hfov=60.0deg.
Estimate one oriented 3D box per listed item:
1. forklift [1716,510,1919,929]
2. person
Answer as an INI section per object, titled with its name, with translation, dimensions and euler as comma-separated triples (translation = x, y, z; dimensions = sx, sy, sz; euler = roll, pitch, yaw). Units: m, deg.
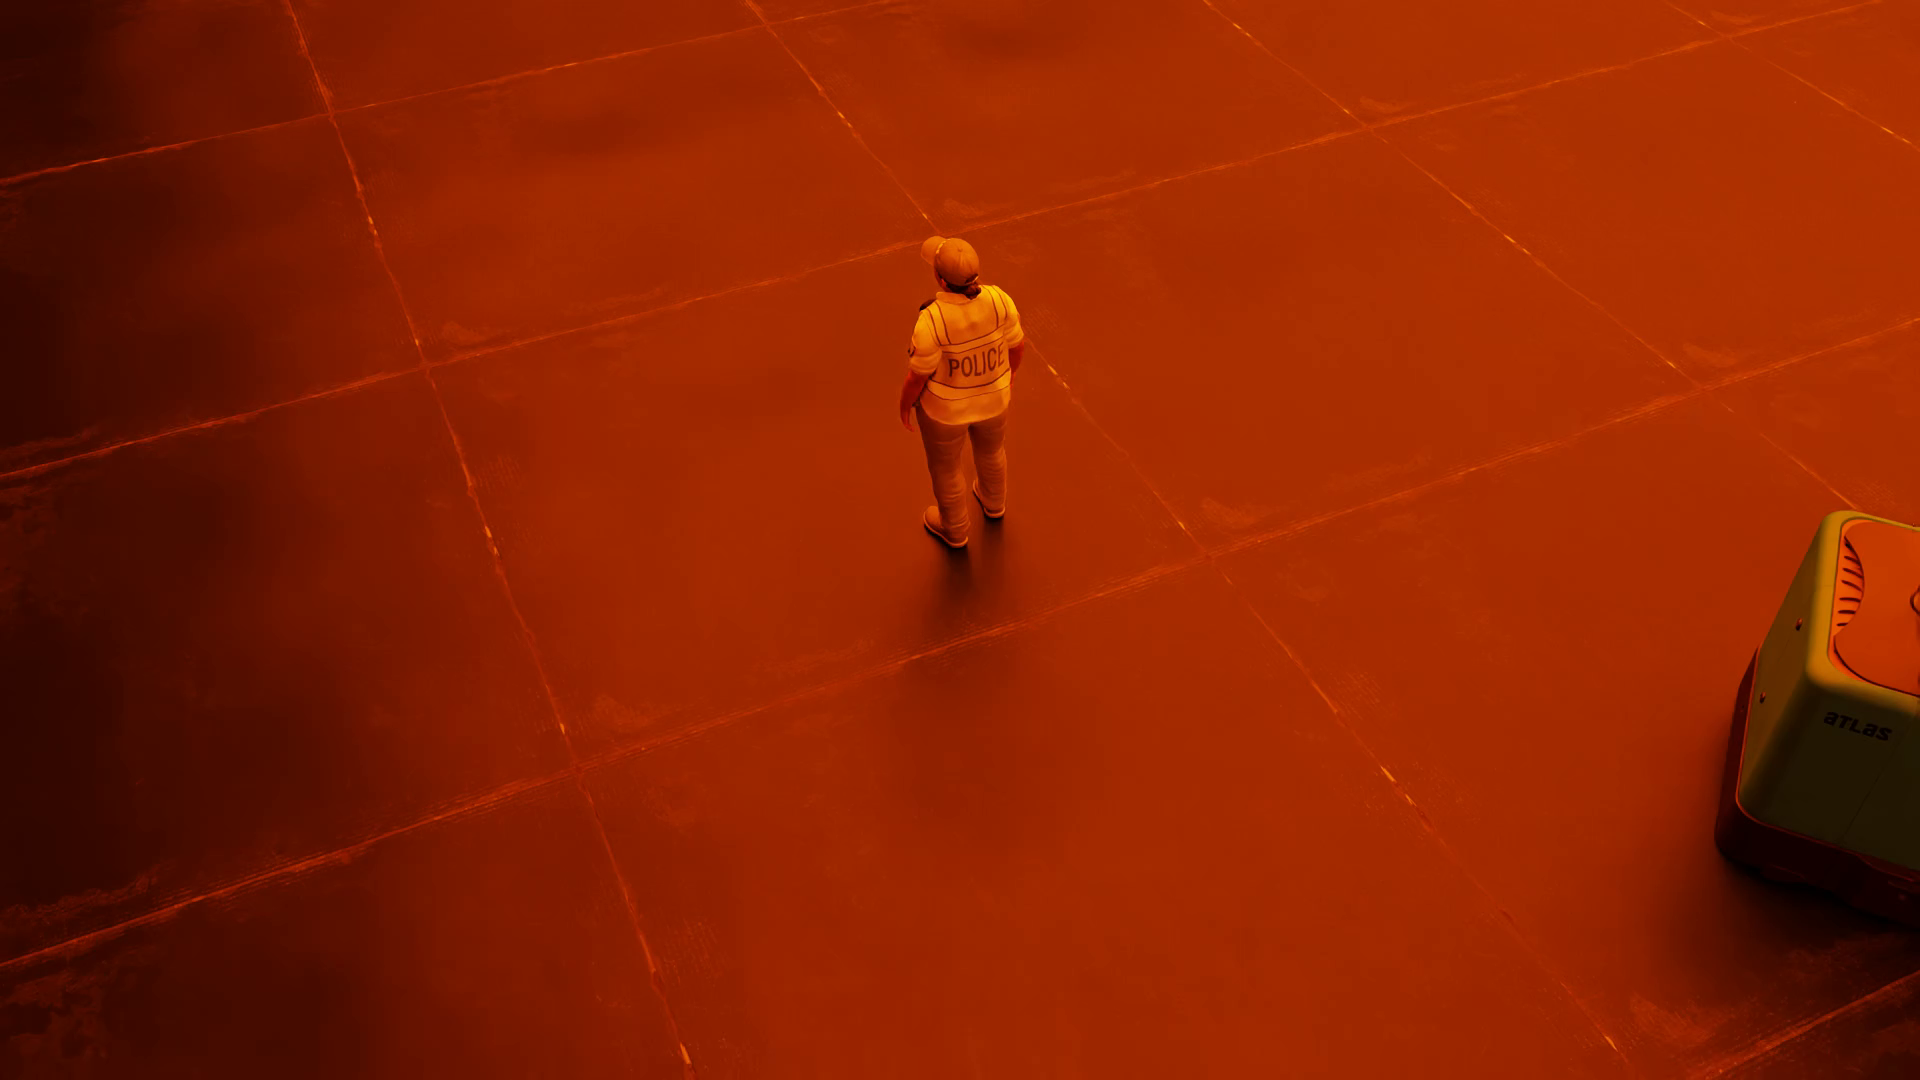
[forklift]
translation = 4.505, 0.298, 5.361
dimensions = 3.031, 2.935, 1.130
euler = 17, 46, 18
[person]
translation = -0.011, -0.668, 7.313
dimensions = 0.598, 1.670, 0.529
euler = -18, 46, -18
